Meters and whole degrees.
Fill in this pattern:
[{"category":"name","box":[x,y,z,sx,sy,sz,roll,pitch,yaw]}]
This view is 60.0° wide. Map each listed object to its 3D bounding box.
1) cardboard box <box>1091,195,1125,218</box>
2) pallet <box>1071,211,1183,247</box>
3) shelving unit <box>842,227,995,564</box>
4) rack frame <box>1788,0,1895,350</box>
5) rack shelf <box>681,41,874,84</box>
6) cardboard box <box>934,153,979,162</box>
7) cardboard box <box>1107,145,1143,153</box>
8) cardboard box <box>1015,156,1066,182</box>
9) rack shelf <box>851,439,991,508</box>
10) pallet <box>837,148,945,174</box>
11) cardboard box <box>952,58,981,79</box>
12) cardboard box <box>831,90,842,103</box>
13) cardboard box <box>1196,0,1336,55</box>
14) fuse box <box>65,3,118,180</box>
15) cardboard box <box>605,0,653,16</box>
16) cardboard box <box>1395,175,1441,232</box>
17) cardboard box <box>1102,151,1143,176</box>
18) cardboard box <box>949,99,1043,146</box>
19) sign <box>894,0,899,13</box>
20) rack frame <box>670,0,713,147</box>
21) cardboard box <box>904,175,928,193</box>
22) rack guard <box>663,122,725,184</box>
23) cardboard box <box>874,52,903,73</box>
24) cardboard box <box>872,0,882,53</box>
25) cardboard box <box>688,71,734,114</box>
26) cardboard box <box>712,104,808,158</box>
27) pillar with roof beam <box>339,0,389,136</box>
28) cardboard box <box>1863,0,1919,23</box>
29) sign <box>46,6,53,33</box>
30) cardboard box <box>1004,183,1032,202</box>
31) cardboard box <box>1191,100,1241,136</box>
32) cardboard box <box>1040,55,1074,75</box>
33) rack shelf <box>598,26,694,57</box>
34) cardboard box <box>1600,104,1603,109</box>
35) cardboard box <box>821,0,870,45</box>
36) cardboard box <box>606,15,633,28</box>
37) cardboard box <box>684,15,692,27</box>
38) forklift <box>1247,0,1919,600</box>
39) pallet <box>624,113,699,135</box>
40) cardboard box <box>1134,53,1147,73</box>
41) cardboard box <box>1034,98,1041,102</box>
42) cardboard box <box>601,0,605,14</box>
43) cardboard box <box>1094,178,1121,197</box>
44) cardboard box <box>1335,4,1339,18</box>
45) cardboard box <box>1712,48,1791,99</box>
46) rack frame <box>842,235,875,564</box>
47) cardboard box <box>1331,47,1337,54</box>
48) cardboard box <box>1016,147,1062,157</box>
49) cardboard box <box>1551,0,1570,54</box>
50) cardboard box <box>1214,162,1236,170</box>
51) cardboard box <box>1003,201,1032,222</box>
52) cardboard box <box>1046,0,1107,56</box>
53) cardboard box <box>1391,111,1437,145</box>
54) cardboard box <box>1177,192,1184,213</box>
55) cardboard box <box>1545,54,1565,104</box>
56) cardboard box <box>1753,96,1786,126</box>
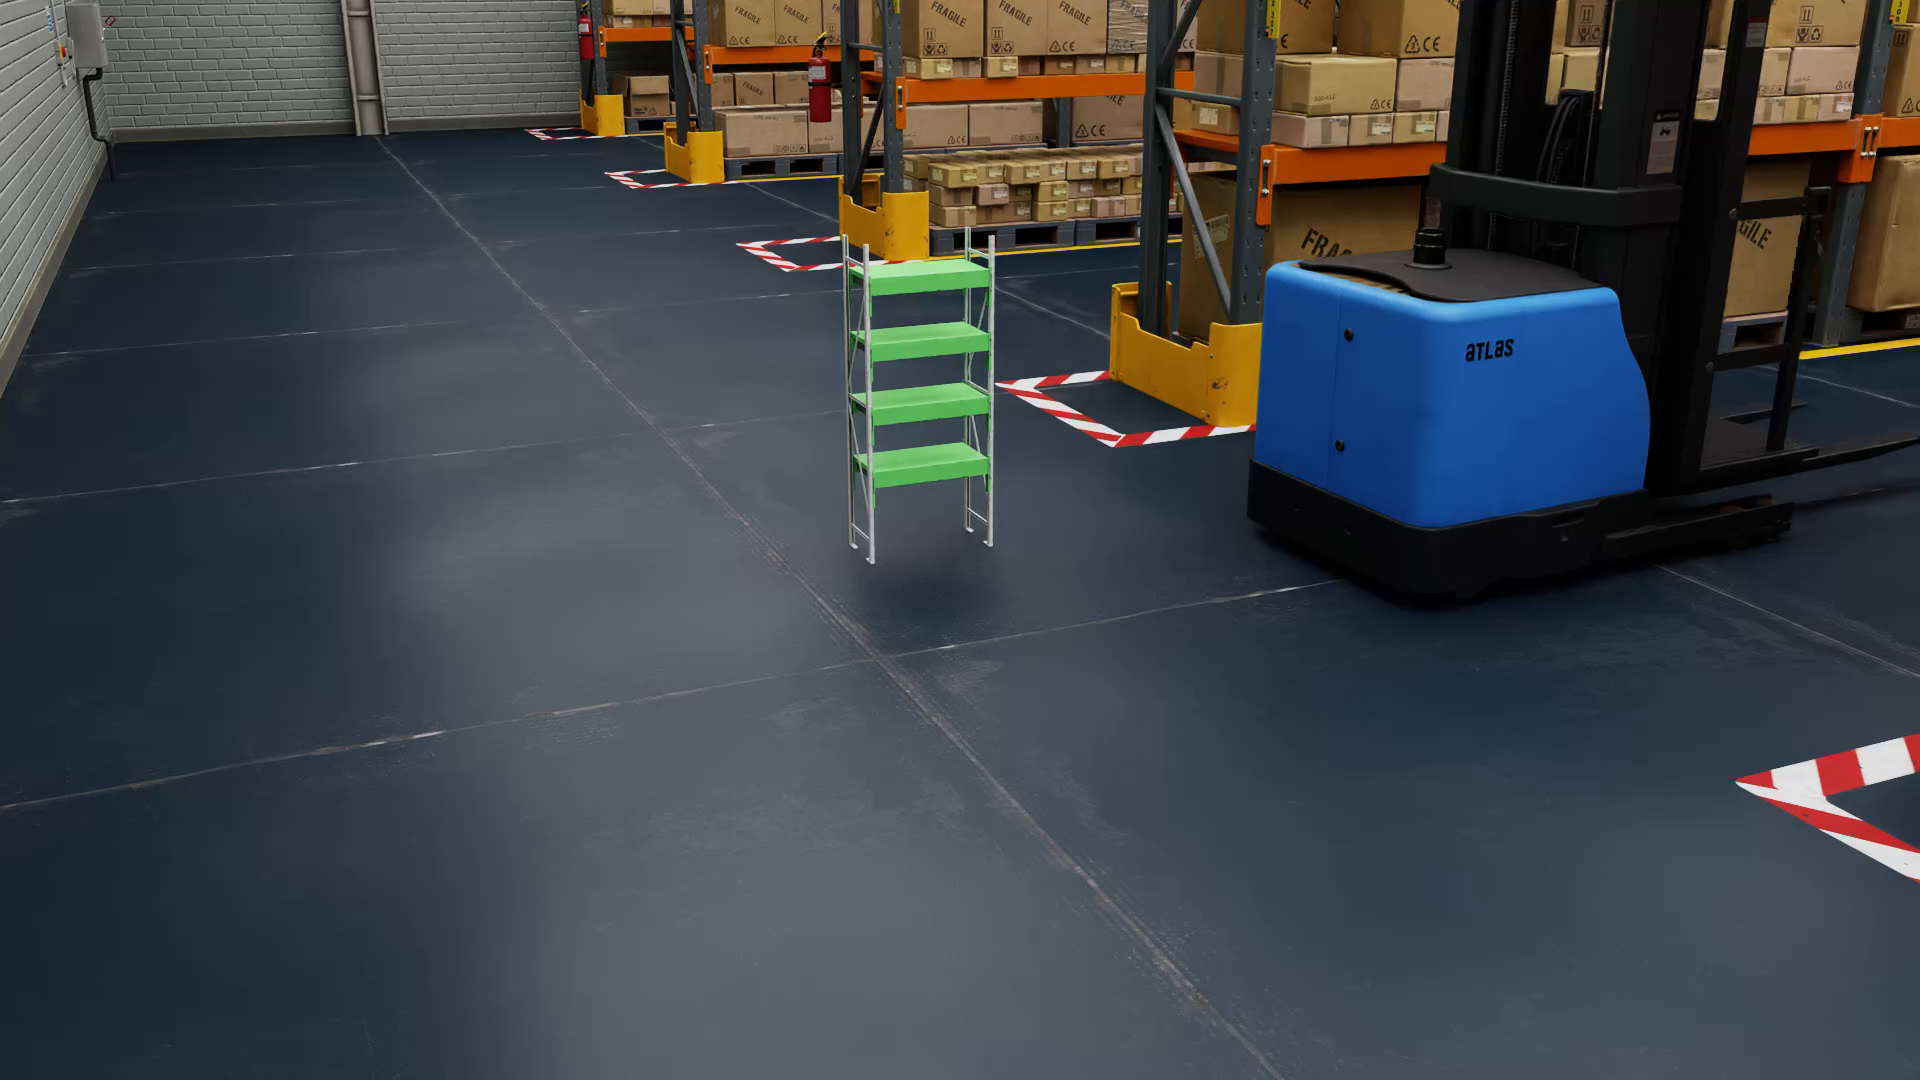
[{"category":"cardboard box","box":[1.108,-2.670,13.250,0.250,0.149,0.380,-9,21,-25]},{"category":"pallet","box":[1.278,-2.633,13.681,1.213,0.211,1.003,-8,21,-22]},{"category":"shelving unit","box":[-0.152,-0.544,6.261,0.503,1.200,0.258,-8,21,-22]},{"category":"rack frame","box":[4.874,-2.683,9.625,0.127,3.000,1.000,-8,21,-22]},{"category":"rack shelf","box":[-0.888,-5.102,17.580,4.000,0.370,1.077,-8,21,-22]},{"category":"cardboard box","box":[-0.031,-2.979,13.231,0.250,0.149,0.380,-8,21,-21]},{"category":"cardboard box","box":[1.401,-3.183,13.811,0.250,0.149,0.380,-9,21,-24]},{"category":"cardboard box","box":[0.628,-2.907,13.025,0.250,0.149,0.380,-9,21,-25]},{"category":"rack shelf","box":[-0.152,-0.258,6.362,0.480,0.148,0.258,-8,21,-22]},{"category":"pallet","box":[-0.902,-4.152,17.995,1.213,0.211,1.003,-8,21,-22]},{"category":"cardboard box","box":[-0.026,-3.553,12.474,0.250,0.149,0.380,-7,21,-20]},{"category":"cardboard box","box":[-1.744,-5.917,22.294,0.258,0.266,0.396,-7,21,-20]},{"category":"cardboard box","box":[1.545,-2.724,8.391,0.500,0.500,0.500,-8,21,-21]},{"category":"fuse box","box":[-8.590,-4.482,16.674,0.414,1.711,0.539,-8,21,-22]},{"category":"cardboard box","box":[-4.170,-6.739,20.923,0.500,0.250,0.500,-8,21,-22]},{"category":"cardboard box","box":[2.593,-1.581,9.062,0.875,0.875,0.875,-8,21,-22]},{"category":"cardboard box","box":[1.339,-3.023,13.356,0.250,0.149,0.380,-8,21,-22]},{"category":"cardboard box","box":[0.330,-4.645,18.422,0.875,0.438,0.875,-8,21,-23]},{"category":"sign","box":[-0.455,-3.925,11.851,0.005,0.325,0.100,-8,21,-22]},{"category":"rack frame","box":[-2.724,-5.179,16.714,0.127,3.000,1.000,-8,21,-22]},{"category":"cardboard box","box":[-0.299,-2.833,13.263,0.250,0.149,0.380,-9,21,-23]},{"category":"rack guard","box":[-2.746,-3.997,17.120,0.348,0.500,1.175,-8,21,-22]},{"category":"cardboard box","box":[-0.483,-3.693,12.873,0.250,0.149,0.380,-8,21,-22]},{"category":"cardboard box","box":[-0.360,-4.008,12.789,0.500,0.500,0.500,-8,21,-21]},{"category":"cardboard box","box":[-3.294,-5.863,21.789,0.500,0.500,0.700,-7,21,-20]},{"category":"cardboard box","box":[-2.158,-4.286,17.403,0.875,0.438,0.875,-9,21,-24]},{"category":"pillar with roof beam","box":[-5.821,-8.129,16.060,0.400,9.000,9.100,-8,21,-22]},{"category":"cardboard box","box":[5.457,-3.290,9.688,0.637,0.503,0.797,-9,21,-23]},{"category":"sign","box":[-7.929,-4.535,14.477,0.001,0.218,0.327,-8,21,-22]},{"category":"cardboard box","box":[0.376,-2.745,13.013,0.250,0.149,0.380,-8,21,-21]},{"category":"cardboard box","box":[1.398,-2.185,8.591,0.250,0.149,0.380,-8,21,-21]},{"category":"cardboard box","box":[0.685,-3.676,12.824,0.250,0.149,0.380,-8,21,-22]},{"category":"rack shelf","box":[-2.857,-6.616,21.878,4.000,0.370,1.077,-8,21,-22]},{"category":"cardboard box","box":[3.310,-2.222,8.695,0.250,0.149,0.380,-8,21,-21]},{"category":"cardboard box","box":[-1.242,-5.338,17.015,0.500,0.500,0.500,-8,21,-22]},{"category":"cardboard box","box":[-4.283,-6.533,20.938,0.250,0.149,0.380,-8,21,-22]},{"category":"cardboard box","box":[-3.584,-6.640,21.243,0.250,0.149,0.380,-7,21,-20]},{"category":"forklift","box":[2.684,-1.495,6.354,3.031,2.935,1.130,-10,22,-25]},{"category":"pallet","box":[-3.892,-5.492,21.801,1.213,0.211,1.003,-8,21,-22]},{"category":"cardboard box","box":[1.426,-3.754,13.045,0.250,0.149,0.380,-8,21,-21]},{"category":"cardboard box","box":[0.936,-6.436,23.415,0.500,0.500,0.500,-9,21,-24]},{"category":"cardboard box","box":[-4.376,-6.903,21.388,0.500,0.250,0.500,-8,21,-20]},{"category":"cardboard box","box":[1.093,-2.858,13.334,0.250,0.149,0.380,-7,21,-19]},{"category":"cardboard box","box":[3.289,-4.541,14.201,0.250,0.149,0.380,-7,21,-20]},{"category":"cardboard box","box":[4.098,-2.545,9.013,0.500,0.250,0.500,-7,21,-20]},{"category":"rack frame","box":[-0.376,-0.512,6.170,0.015,1.200,0.240,-8,21,-22]},{"category":"cardboard box","box":[2.007,-2.437,8.706,0.500,0.250,0.500,-9,21,-23]},{"category":"cardboard box","box":[0.644,-3.119,13.628,0.250,0.149,0.380,-7,21,-20]},{"category":"cardboard box","box":[2.681,-2.697,8.313,0.500,0.500,0.500,-9,21,-23]},{"category":"cardboard box","box":[2.065,-3.126,13.647,0.250,0.149,0.380,-7,21,-20]},{"category":"cardboard box","box":[0.371,-2.601,13.054,0.250,0.149,0.380,-8,21,-21]},{"category":"cardboard box","box":[0.787,-3.984,12.721,0.500,0.500,0.500,-8,21,-21]},{"category":"cardboard box","box":[2.128,-2.052,8.212,0.250,0.149,0.380,-9,21,-23]},{"category":"cardboard box","box":[1.827,-2.770,13.534,0.250,0.149,0.380,-8,21,-22]},{"category":"cardboard box","box":[2.686,-2.342,8.436,0.500,0.250,0.500,-9,21,-24]},{"category":"cardboard box","box":[4.252,-2.357,9.077,0.250,0.149,0.380,-9,21,-23]}]
